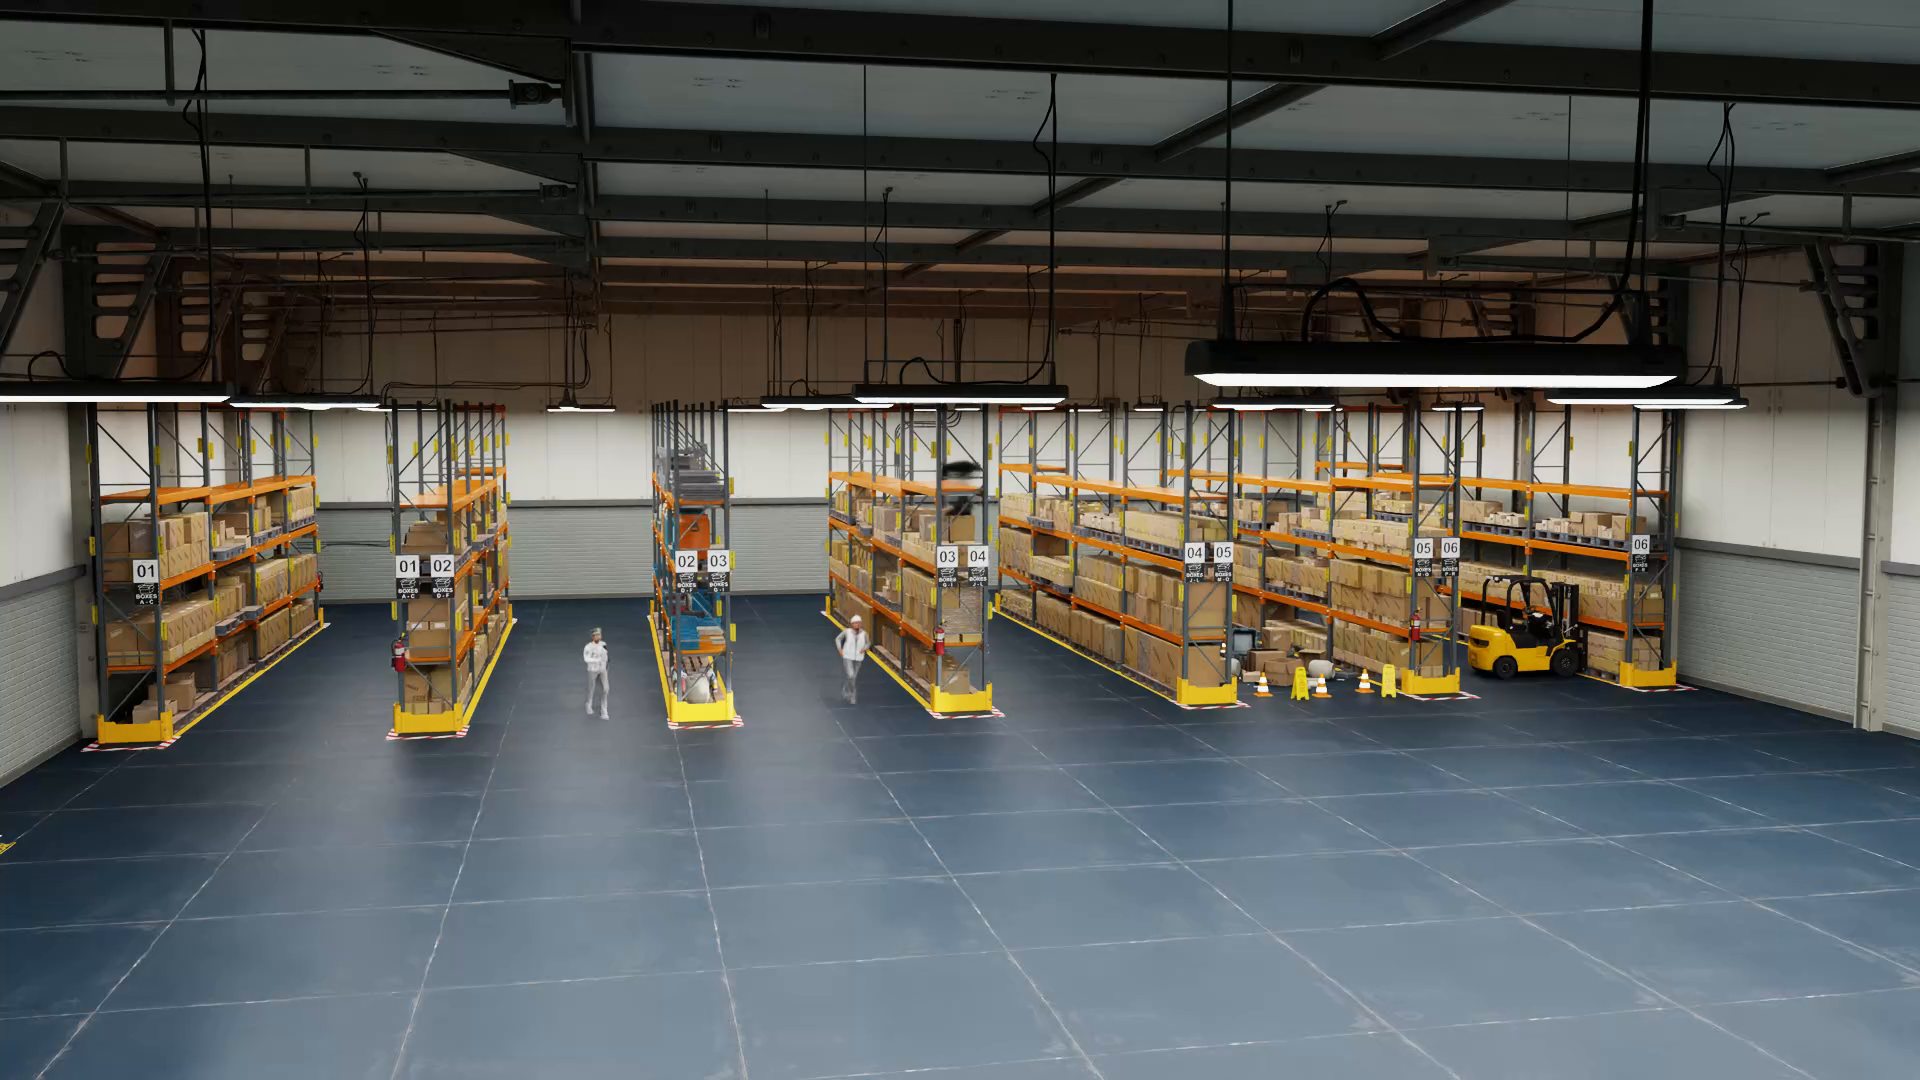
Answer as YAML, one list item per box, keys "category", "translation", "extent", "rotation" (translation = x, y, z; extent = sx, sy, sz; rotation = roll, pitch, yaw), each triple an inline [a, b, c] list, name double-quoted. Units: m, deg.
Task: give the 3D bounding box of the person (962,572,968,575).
- category: "person"
  translation: [0.046, 1.385, 47.564]
  extent: [0.580, 1.561, 0.621]
  rotation: [0, 4, -2]

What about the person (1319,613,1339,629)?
- category: "person"
  translation: [9.649, 1.596, 43.281]
  extent: [0.679, 1.763, 0.882]
  rotation: [-2, 5, -22]

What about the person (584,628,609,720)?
- category: "person"
  translation: [-6.864, 2.515, 31.397]
  extent: [0.554, 1.740, 0.831]
  rotation: [-3, 5, -33]

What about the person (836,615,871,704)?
- category: "person"
  translation: [-2.131, 2.374, 33.181]
  extent: [0.688, 1.790, 0.764]
  rotation: [-1, 5, -18]
